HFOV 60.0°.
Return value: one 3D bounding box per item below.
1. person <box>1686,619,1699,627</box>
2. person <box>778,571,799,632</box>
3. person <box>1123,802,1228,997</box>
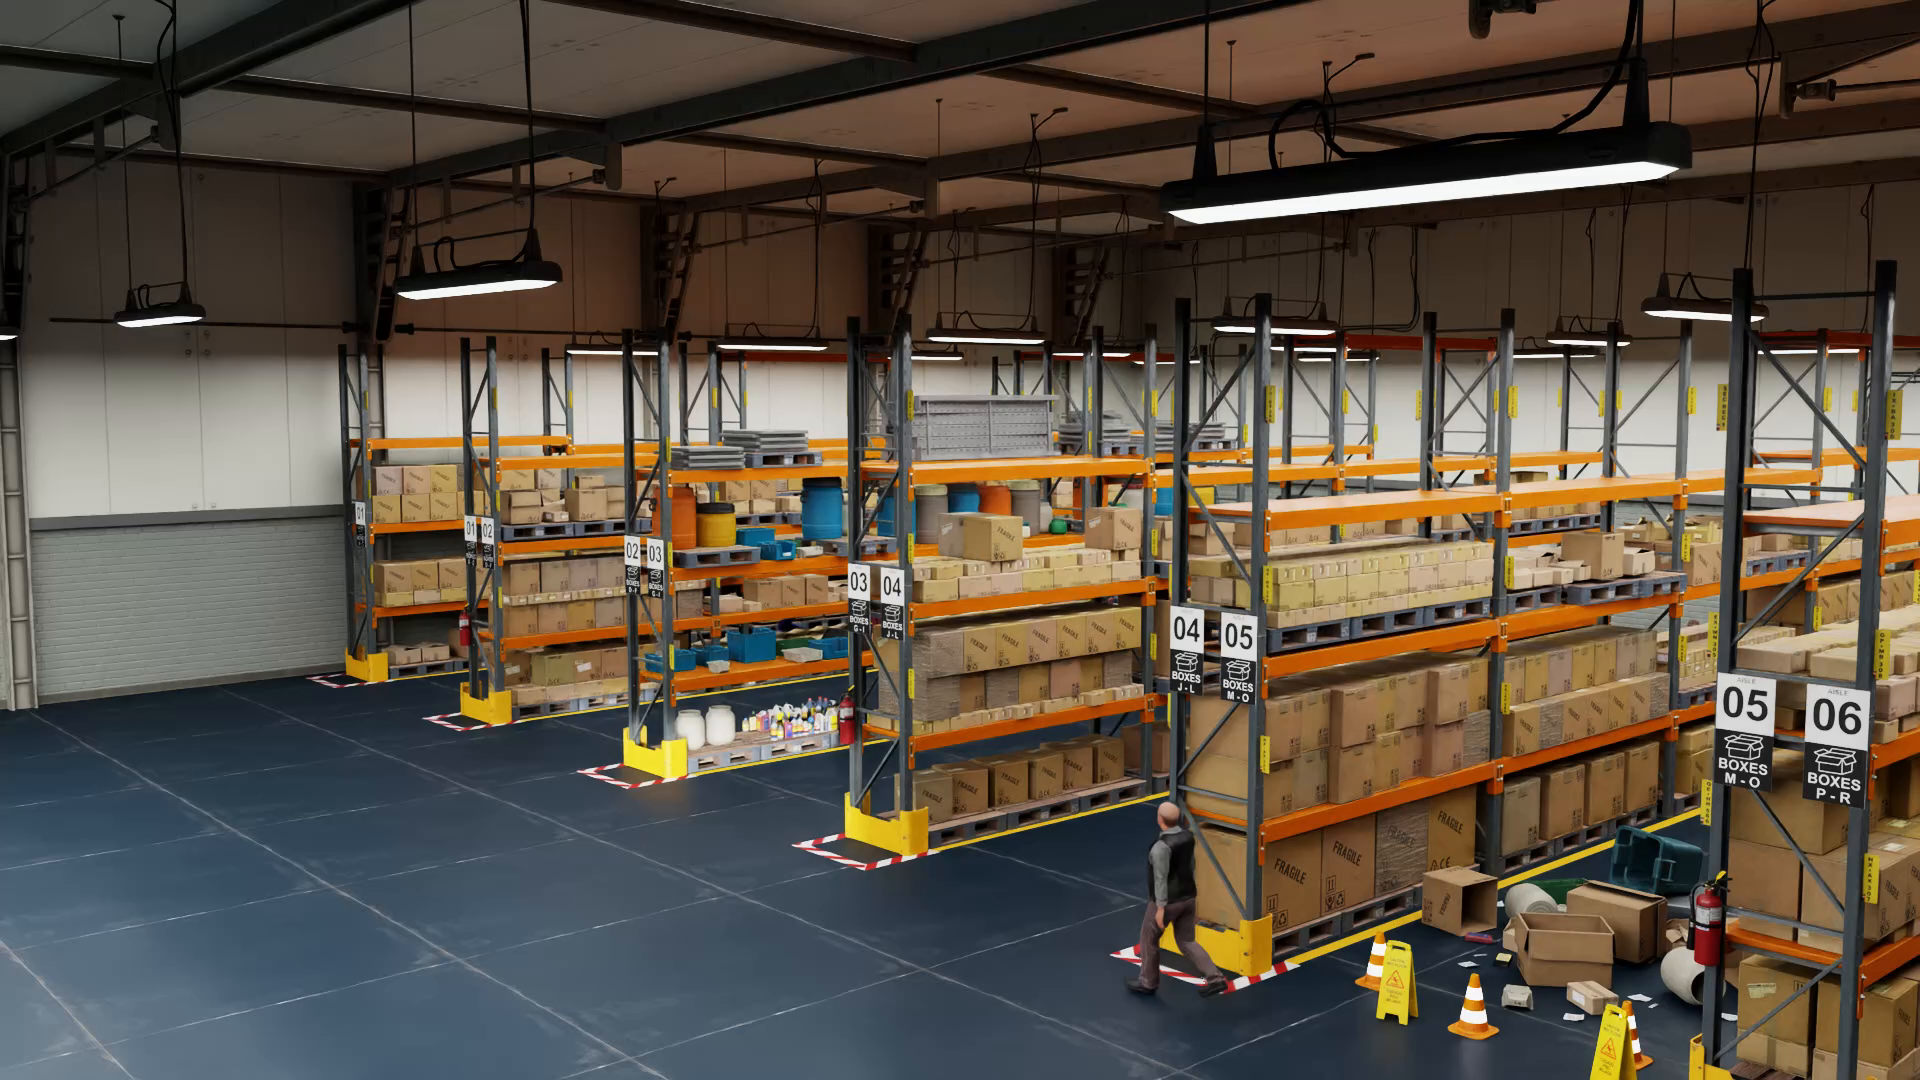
[{"bbox_3d":[11.451,2.046,26.019,0.445,1.612,0.373,0,5,-3],"label":"person"},{"bbox_3d":[-3.474,1.365,33.361,1.007,1.587,0.453,-5,7,-42],"label":"person"},{"bbox_3d":[1.836,3.060,14.073,0.964,1.690,0.558,5,7,43],"label":"person"}]
